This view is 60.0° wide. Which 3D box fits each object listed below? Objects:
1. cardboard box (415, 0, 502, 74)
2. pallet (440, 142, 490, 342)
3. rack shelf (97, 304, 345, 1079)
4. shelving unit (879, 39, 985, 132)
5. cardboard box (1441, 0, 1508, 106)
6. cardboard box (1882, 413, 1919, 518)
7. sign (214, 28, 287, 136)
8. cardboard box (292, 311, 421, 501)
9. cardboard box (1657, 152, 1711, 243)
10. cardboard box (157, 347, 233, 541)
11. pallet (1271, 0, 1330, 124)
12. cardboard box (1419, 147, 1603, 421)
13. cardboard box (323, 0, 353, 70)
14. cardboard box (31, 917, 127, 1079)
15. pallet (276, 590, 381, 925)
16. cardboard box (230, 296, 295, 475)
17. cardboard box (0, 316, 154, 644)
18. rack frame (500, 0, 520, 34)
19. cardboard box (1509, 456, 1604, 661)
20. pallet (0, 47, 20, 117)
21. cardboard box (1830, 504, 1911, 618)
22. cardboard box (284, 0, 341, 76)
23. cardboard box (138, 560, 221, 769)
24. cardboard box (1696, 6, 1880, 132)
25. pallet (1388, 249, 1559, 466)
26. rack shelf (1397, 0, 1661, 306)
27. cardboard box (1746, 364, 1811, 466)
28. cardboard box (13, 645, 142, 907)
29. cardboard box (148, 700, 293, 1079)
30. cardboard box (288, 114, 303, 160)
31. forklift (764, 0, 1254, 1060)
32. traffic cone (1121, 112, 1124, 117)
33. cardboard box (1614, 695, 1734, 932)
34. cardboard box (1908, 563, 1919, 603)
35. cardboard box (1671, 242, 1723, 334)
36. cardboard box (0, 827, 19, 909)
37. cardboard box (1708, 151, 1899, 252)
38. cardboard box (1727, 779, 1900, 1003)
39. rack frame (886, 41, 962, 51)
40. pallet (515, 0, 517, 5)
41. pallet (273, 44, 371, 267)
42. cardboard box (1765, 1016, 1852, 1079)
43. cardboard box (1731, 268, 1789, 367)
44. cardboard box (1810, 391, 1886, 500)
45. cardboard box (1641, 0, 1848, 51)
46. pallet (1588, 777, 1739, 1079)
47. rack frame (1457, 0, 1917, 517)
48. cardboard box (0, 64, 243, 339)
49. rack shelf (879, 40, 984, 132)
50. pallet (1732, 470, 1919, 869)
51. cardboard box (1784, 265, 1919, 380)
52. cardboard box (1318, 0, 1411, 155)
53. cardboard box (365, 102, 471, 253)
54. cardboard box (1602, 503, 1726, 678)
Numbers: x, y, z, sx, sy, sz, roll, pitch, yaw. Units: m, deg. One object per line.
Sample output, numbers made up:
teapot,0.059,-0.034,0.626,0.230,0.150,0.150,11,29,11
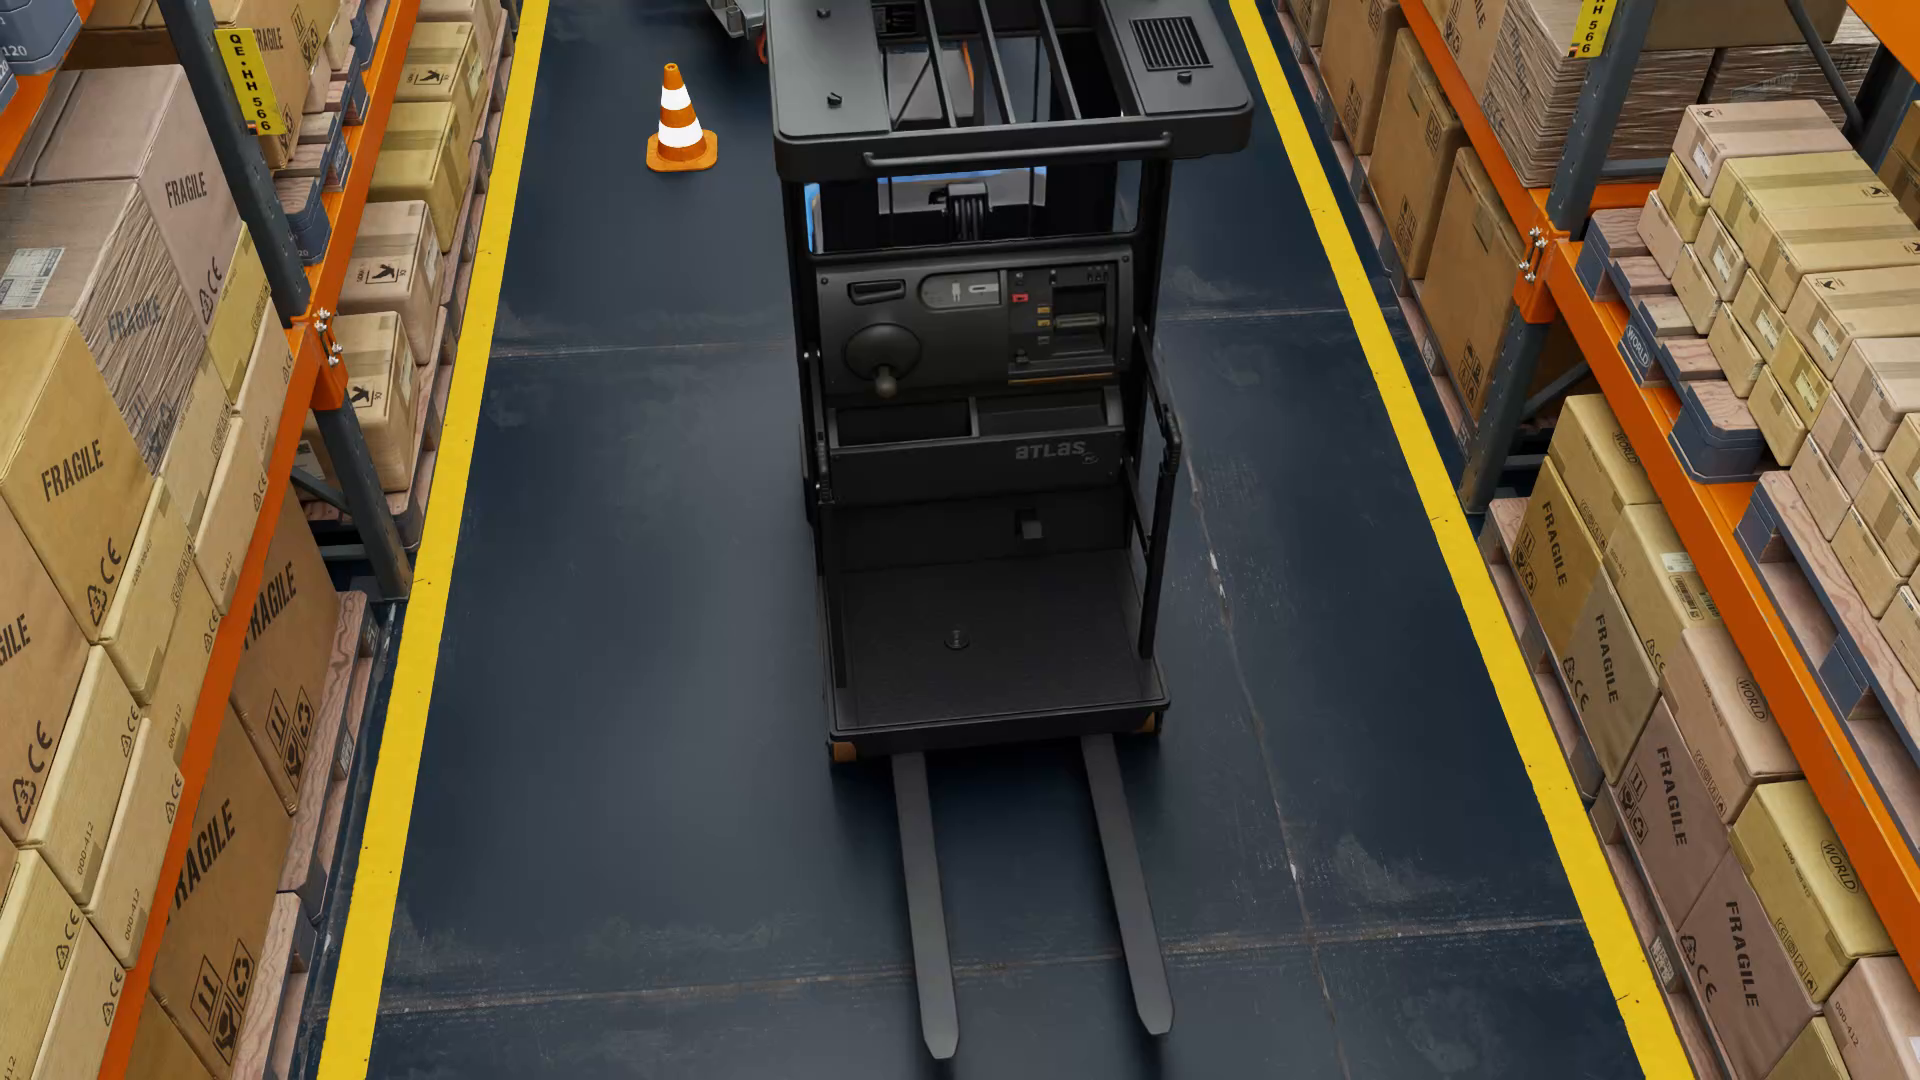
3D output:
cardboard box,-2.792,-2.579,8.147,0.950,0.372,0.625,-3,47,-3
pallet,-2.667,-1.310,7.346,1.003,0.211,1.213,-3,47,-3
rack shelf,-2.336,0.871,3.854,1.077,0.370,4.000,-3,47,-3
shelving unit,-0.146,-1.538,6.260,0.431,2.100,0.503,-5,47,-5
cardboard box,2.075,-1.902,5.917,0.500,0.500,0.500,-3,47,-3
cardboard box,2.378,-0.163,3.812,0.380,0.149,0.250,-2,47,-2
sign,-1.951,-1.257,4.577,0.100,0.325,0.005,-3,47,-3
cardboard box,-2.541,-0.473,6.153,0.950,0.372,0.625,-6,47,-6
cardboard box,2.261,-0.996,4.806,0.380,0.149,0.250,-2,47,-2
cardboard box,-2.163,-0.238,4.168,0.500,0.250,0.500,-5,47,-4
pallet,2.225,-2.579,8.547,1.003,0.211,1.213,-3,47,-3
cardboard box,2.459,-1.014,6.405,1.050,0.750,0.750,-4,47,-4
cardboard box,-2.315,-1.735,5.711,0.380,0.149,0.250,-3,47,-3
cardboard box,-2.015,1.042,3.300,0.500,0.250,0.500,-4,47,-4
pallet,-2.513,0.711,5.432,1.003,0.211,1.213,-3,47,-3
cardboard box,-2.203,-0.421,4.687,0.500,0.250,0.500,-5,47,-5
cardboard box,-2.114,-0.113,3.533,0.500,0.500,0.500,-3,47,-3
rack frame,-2.839,-3.717,7.705,1.000,3.000,0.127,-3,47,-3
cardboard box,2.226,0.045,5.574,0.500,0.500,0.500,-5,47,-5
pallet,-2.300,-0.518,2.739,1.003,0.211,1.213,-2,47,-1
cardboard box,2.370,0.040,4.030,0.380,0.149,0.250,-3,47,-3
cardboard box,-2.361,-1.820,5.345,0.500,0.500,0.500,-1,47,-1
cardboard box,-2.118,0.312,3.991,0.500,0.250,0.500,-4,47,-4
cardboard box,2.652,-1.573,5.605,0.500,0.500,0.500,-3,47,-3
pallet,2.430,-0.813,6.875,1.003,0.211,1.213,-3,47,-3
rack shelf,2.253,-2.397,6.949,1.077,0.370,4.000,-3,47,-3
cardboard box,2.326,-0.335,4.385,0.380,0.149,0.250,-2,47,-1
cardboard box,-2.056,0.507,3.463,0.500,0.250,0.500,-5,47,-4
cardboard box,-2.458,0.913,4.493,0.875,0.875,0.875,-3,47,-3
cardboard box,-2.336,-1.334,5.331,0.380,0.149,0.250,-6,47,-6
forklift,0.077,-0.541,4.744,1.130,2.935,3.031,-5,47,-5
traffic cone,0.693,-2.157,7.974,0.336,0.463,0.334,-3,47,-3
cardboard box,2.319,0.780,4.878,0.500,0.500,0.500,-5,47,-4
cardboard box,2.397,0.131,3.739,0.380,0.149,0.250,-2,47,-2
cardboard box,2.279,-0.725,4.755,0.380,0.149,0.250,-1,47,-1
cardboard box,-2.029,0.627,2.832,0.500,0.500,0.500,-5,47,-4
cardboard box,2.291,-0.919,4.529,0.380,0.149,0.250,-5,47,-4
cardboard box,2.353,0.876,4.270,0.500,0.250,0.500,-5,47,-5
rack frame,-0.175,-1.714,6.427,0.400,2.100,0.015,-5,47,-5
pallet,-2.930,-3.242,9.175,1.003,0.211,1.213,-3,47,-3
pallet,-2.670,-1.266,5.515,1.213,0.211,1.003,-3,47,-3
cardboard box,2.400,1.521,4.176,0.500,0.500,0.500,-4,47,-4
cardboard box,2.311,-0.607,4.437,0.380,0.149,0.250,-5,47,-5
cardboard box,2.353,-0.244,4.094,0.380,0.149,0.250,-3,47,-3
cardboard box,2.393,-1.901,5.227,0.700,0.500,0.500,-4,47,-4
pallet,2.583,1.208,4.961,1.003,0.211,1.213,-3,47,-3
rack frame,2.420,-1.197,5.318,1.000,3.000,0.127,-3,47,-3
cardboard box,-2.200,-0.843,4.225,0.500,0.500,0.500,-5,47,-4
rack shelf,-0.146,-1.528,6.270,0.431,0.518,0.480,-5,47,-5
pallet,2.627,0.299,4.033,1.003,0.211,1.213,-3,47,-3
cardboard box,2.329,-0.550,4.179,0.380,0.149,0.250,-5,47,-5
cardboard box,2.304,-2.320,7.642,1.050,0.750,0.750,-3,47,-3
cardboard box,-2.669,-1.556,7.178,0.950,0.372,0.625,-2,47,-2
cardboard box,2.279,0.141,4.967,0.500,0.250,0.500,-4,47,-4
